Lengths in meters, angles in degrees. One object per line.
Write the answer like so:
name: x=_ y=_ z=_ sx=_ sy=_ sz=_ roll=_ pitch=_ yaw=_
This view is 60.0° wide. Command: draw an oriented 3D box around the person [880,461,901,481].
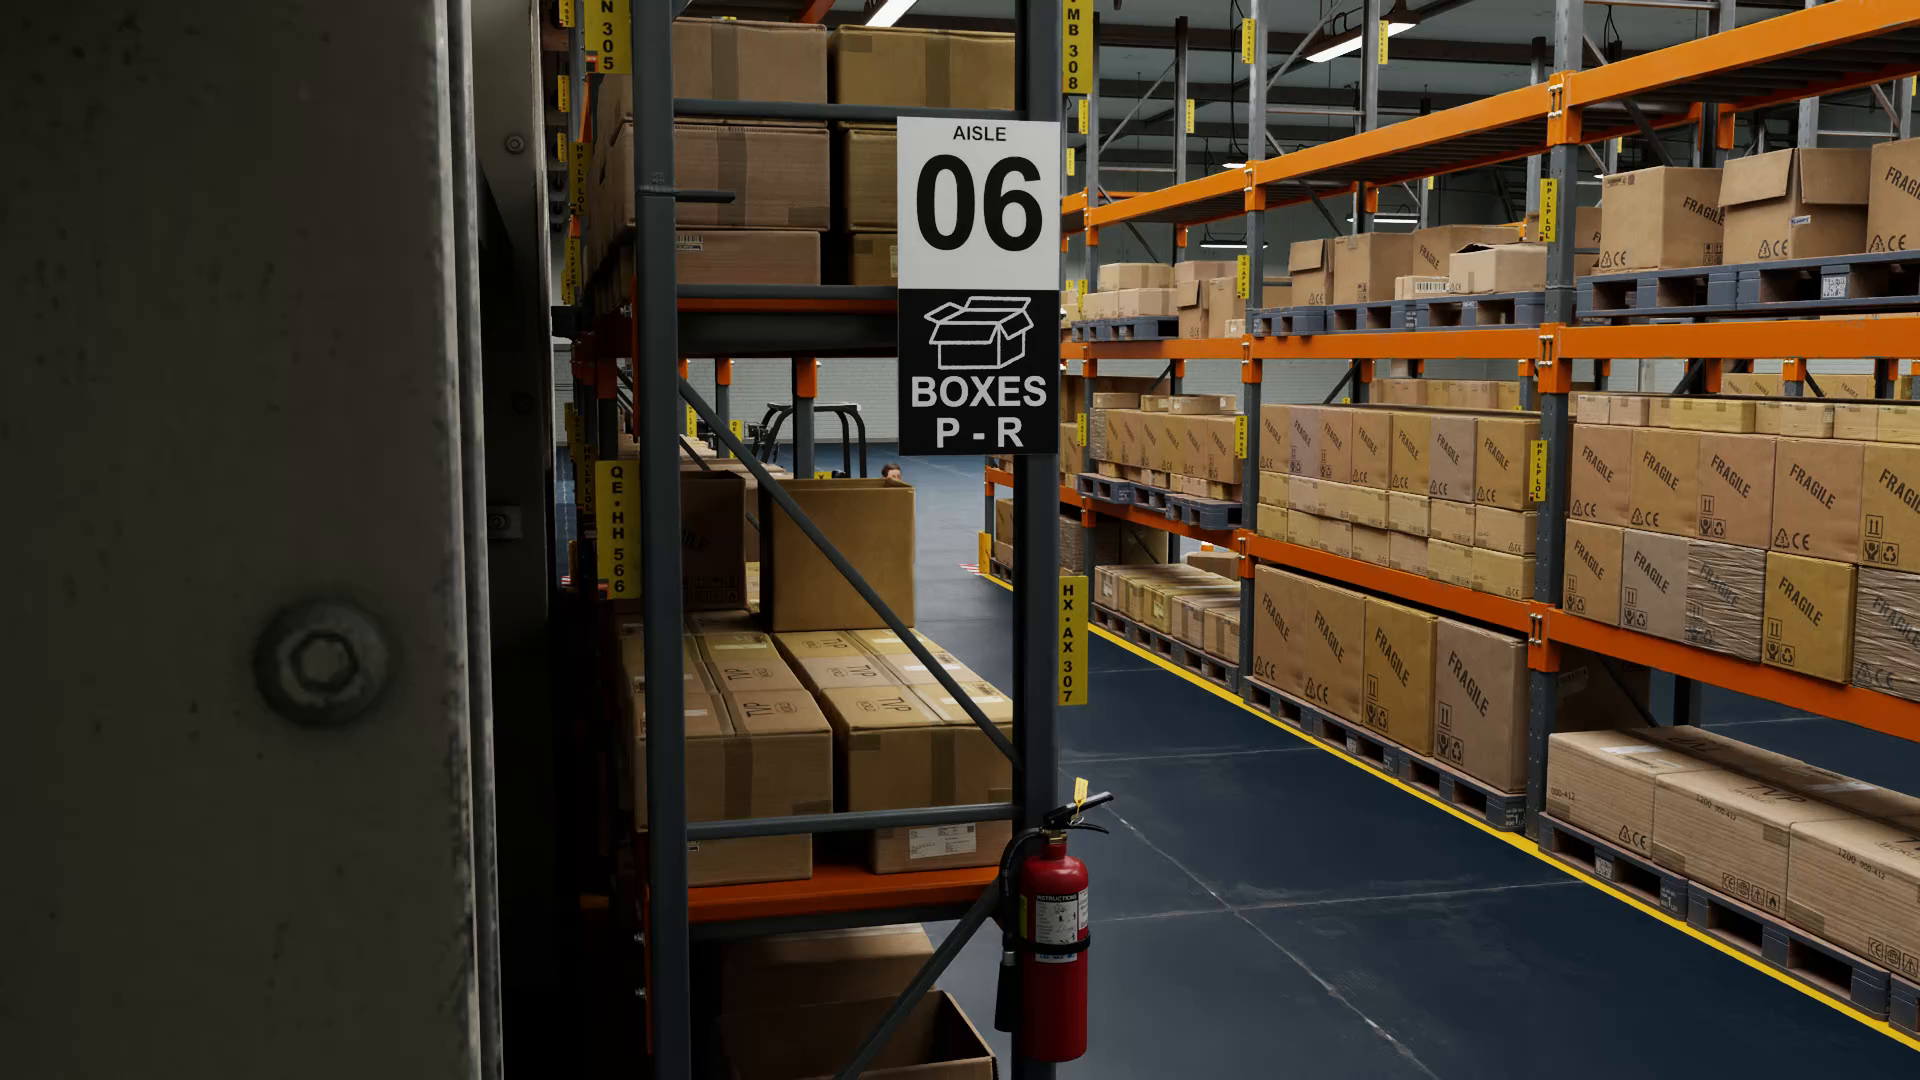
person: x=-0.696 y=0.094 z=15.670 sx=0.508 sy=1.664 sz=0.616 roll=0 pitch=6 yaw=0
